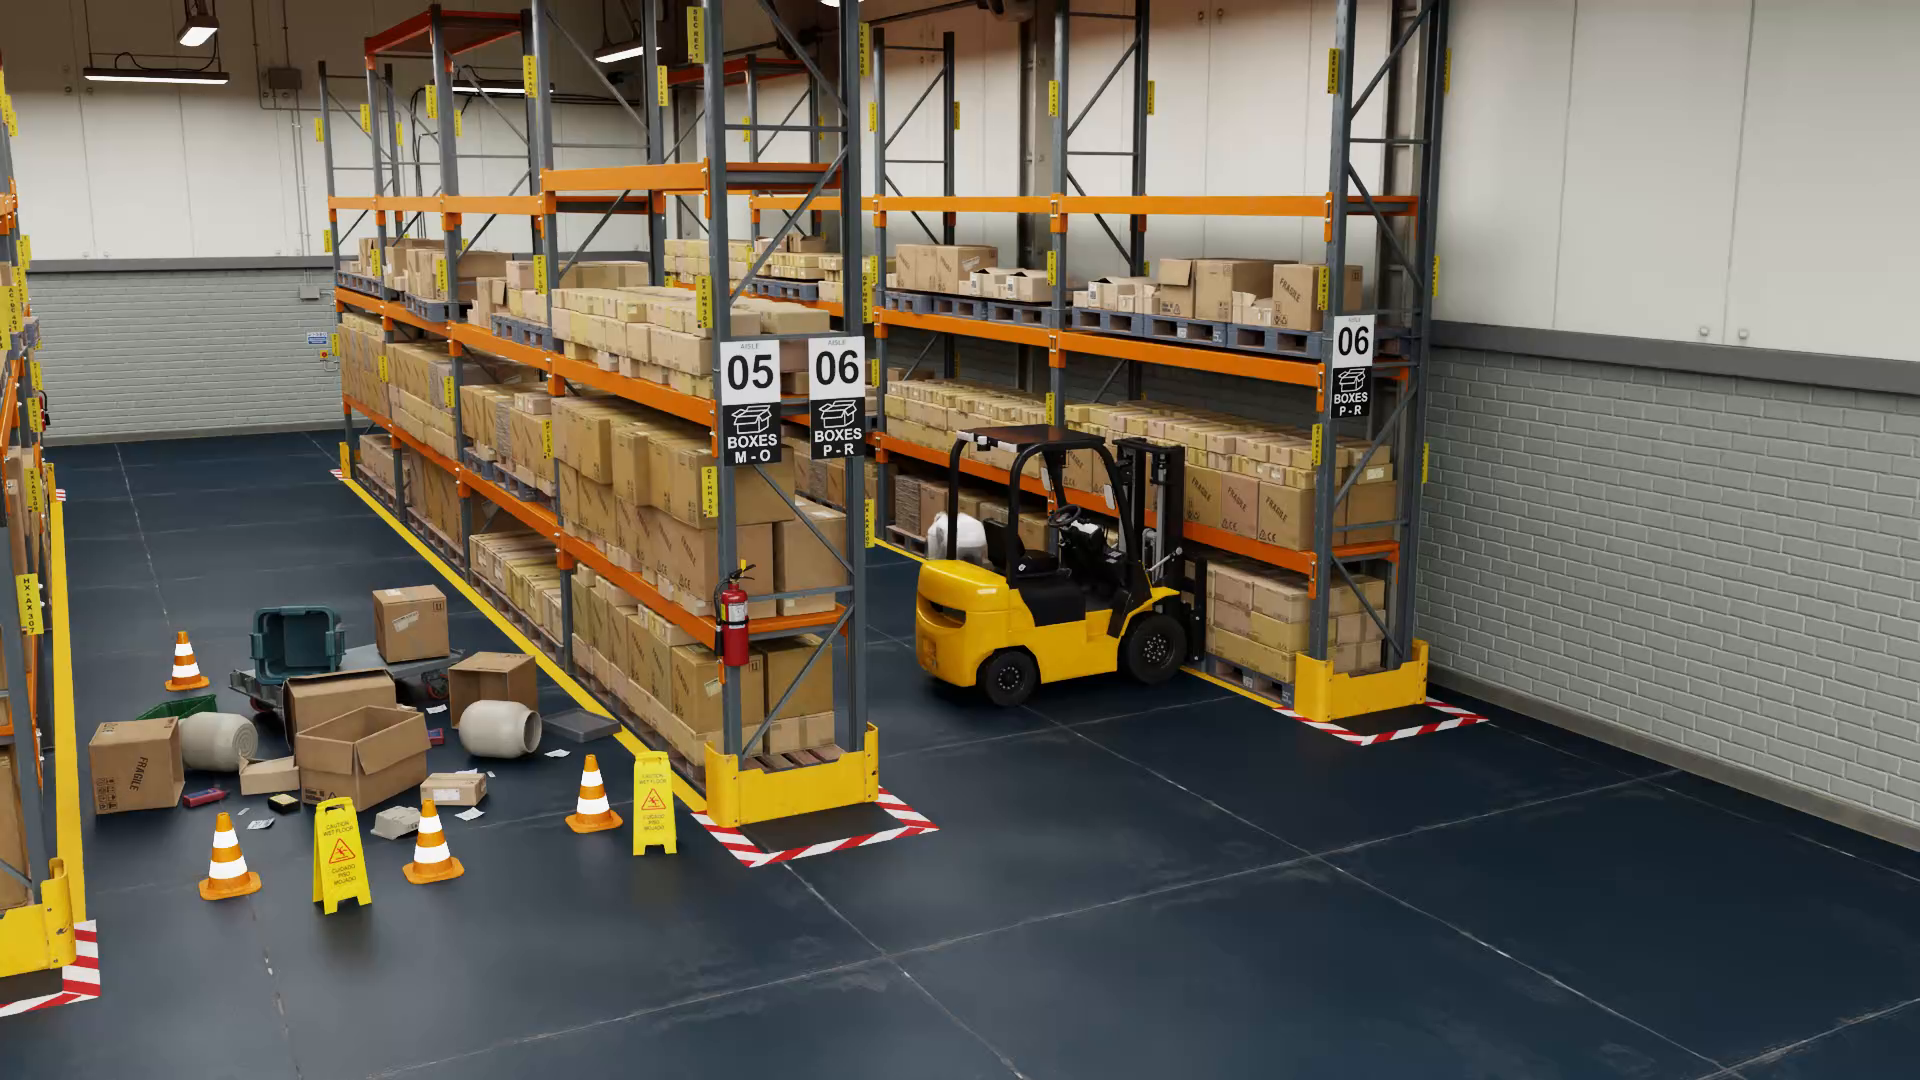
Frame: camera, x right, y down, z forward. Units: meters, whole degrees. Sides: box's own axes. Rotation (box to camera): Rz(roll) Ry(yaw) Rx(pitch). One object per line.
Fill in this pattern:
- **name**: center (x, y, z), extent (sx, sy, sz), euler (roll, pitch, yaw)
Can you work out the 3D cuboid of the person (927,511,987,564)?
- **person**: center (-0.063, 0.250, 16.408), extent (0.485, 1.064, 0.982), euler (-4, 12, -17)
